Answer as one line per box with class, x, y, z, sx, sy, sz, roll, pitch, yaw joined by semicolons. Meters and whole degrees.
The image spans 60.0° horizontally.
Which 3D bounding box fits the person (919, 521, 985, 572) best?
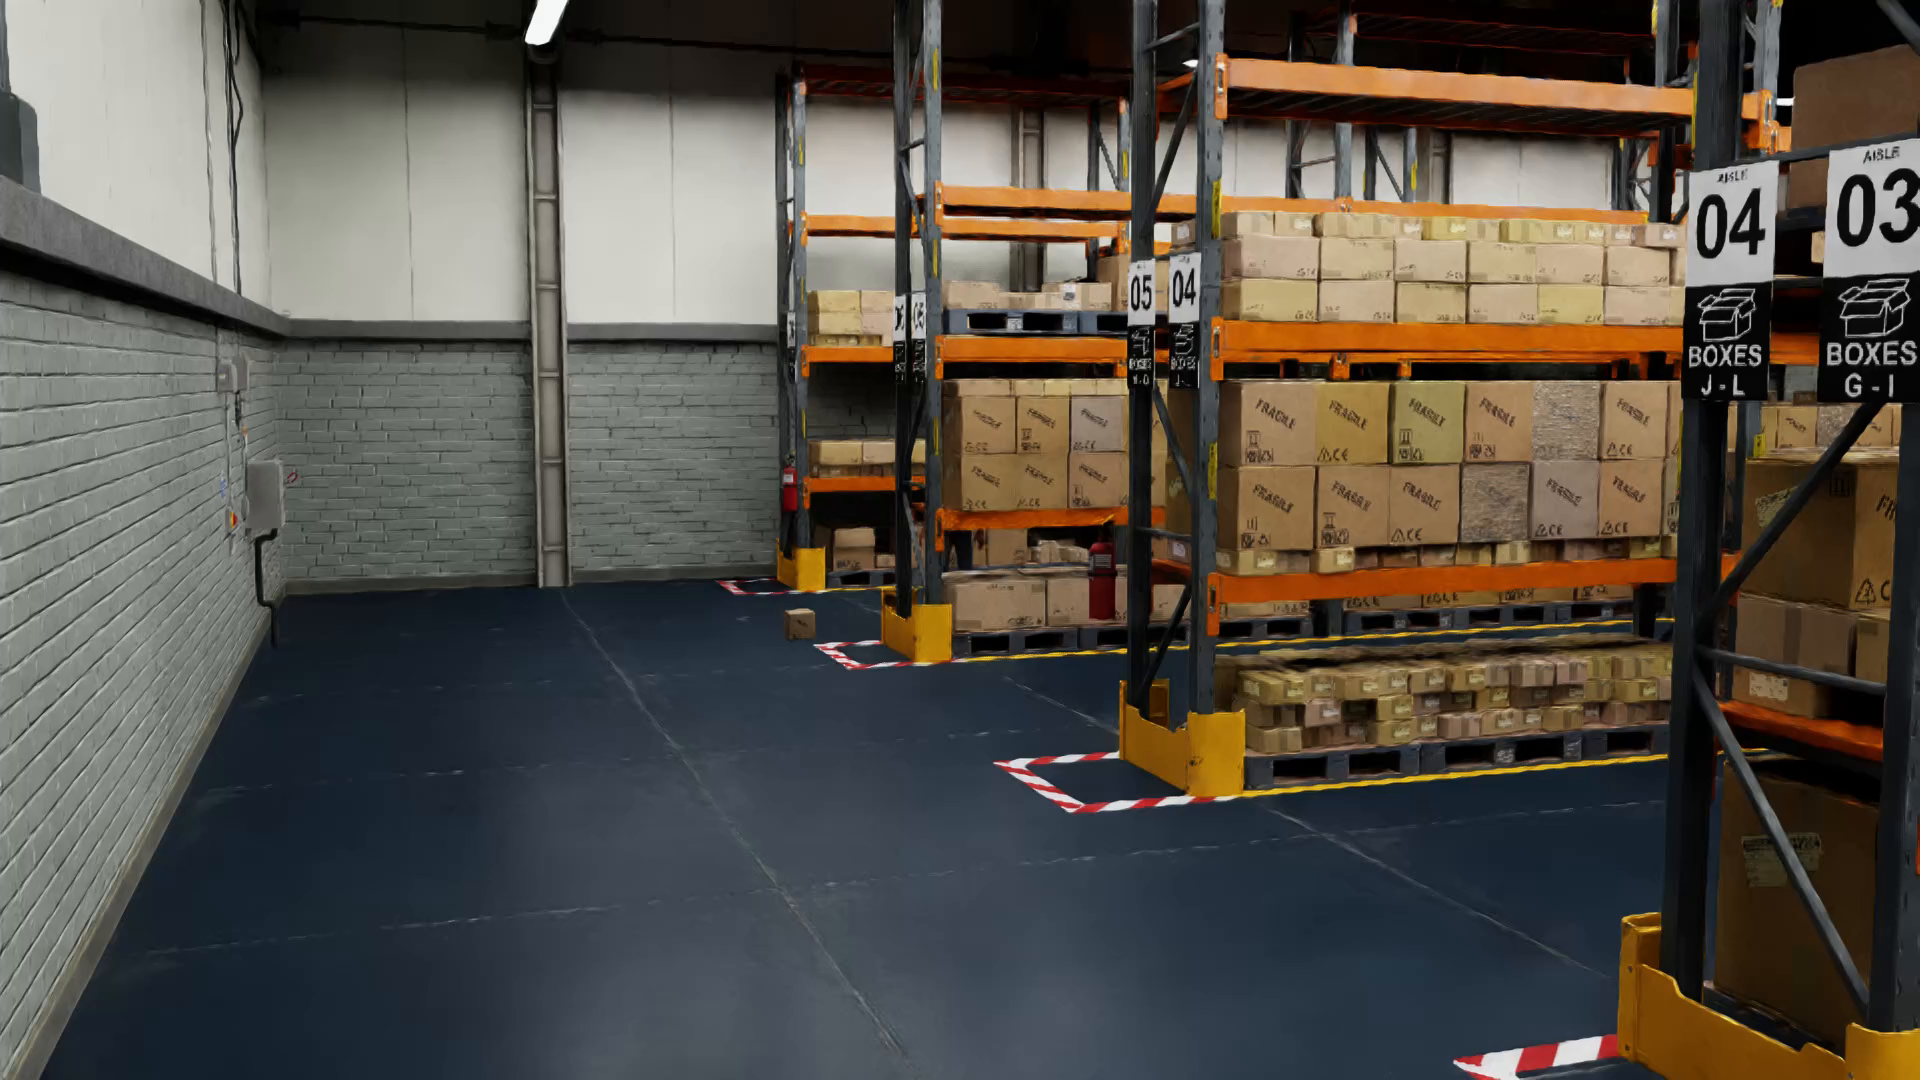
person;-0.088;-0.086;16.827;0.675;1.763;0.572;1;6;6
